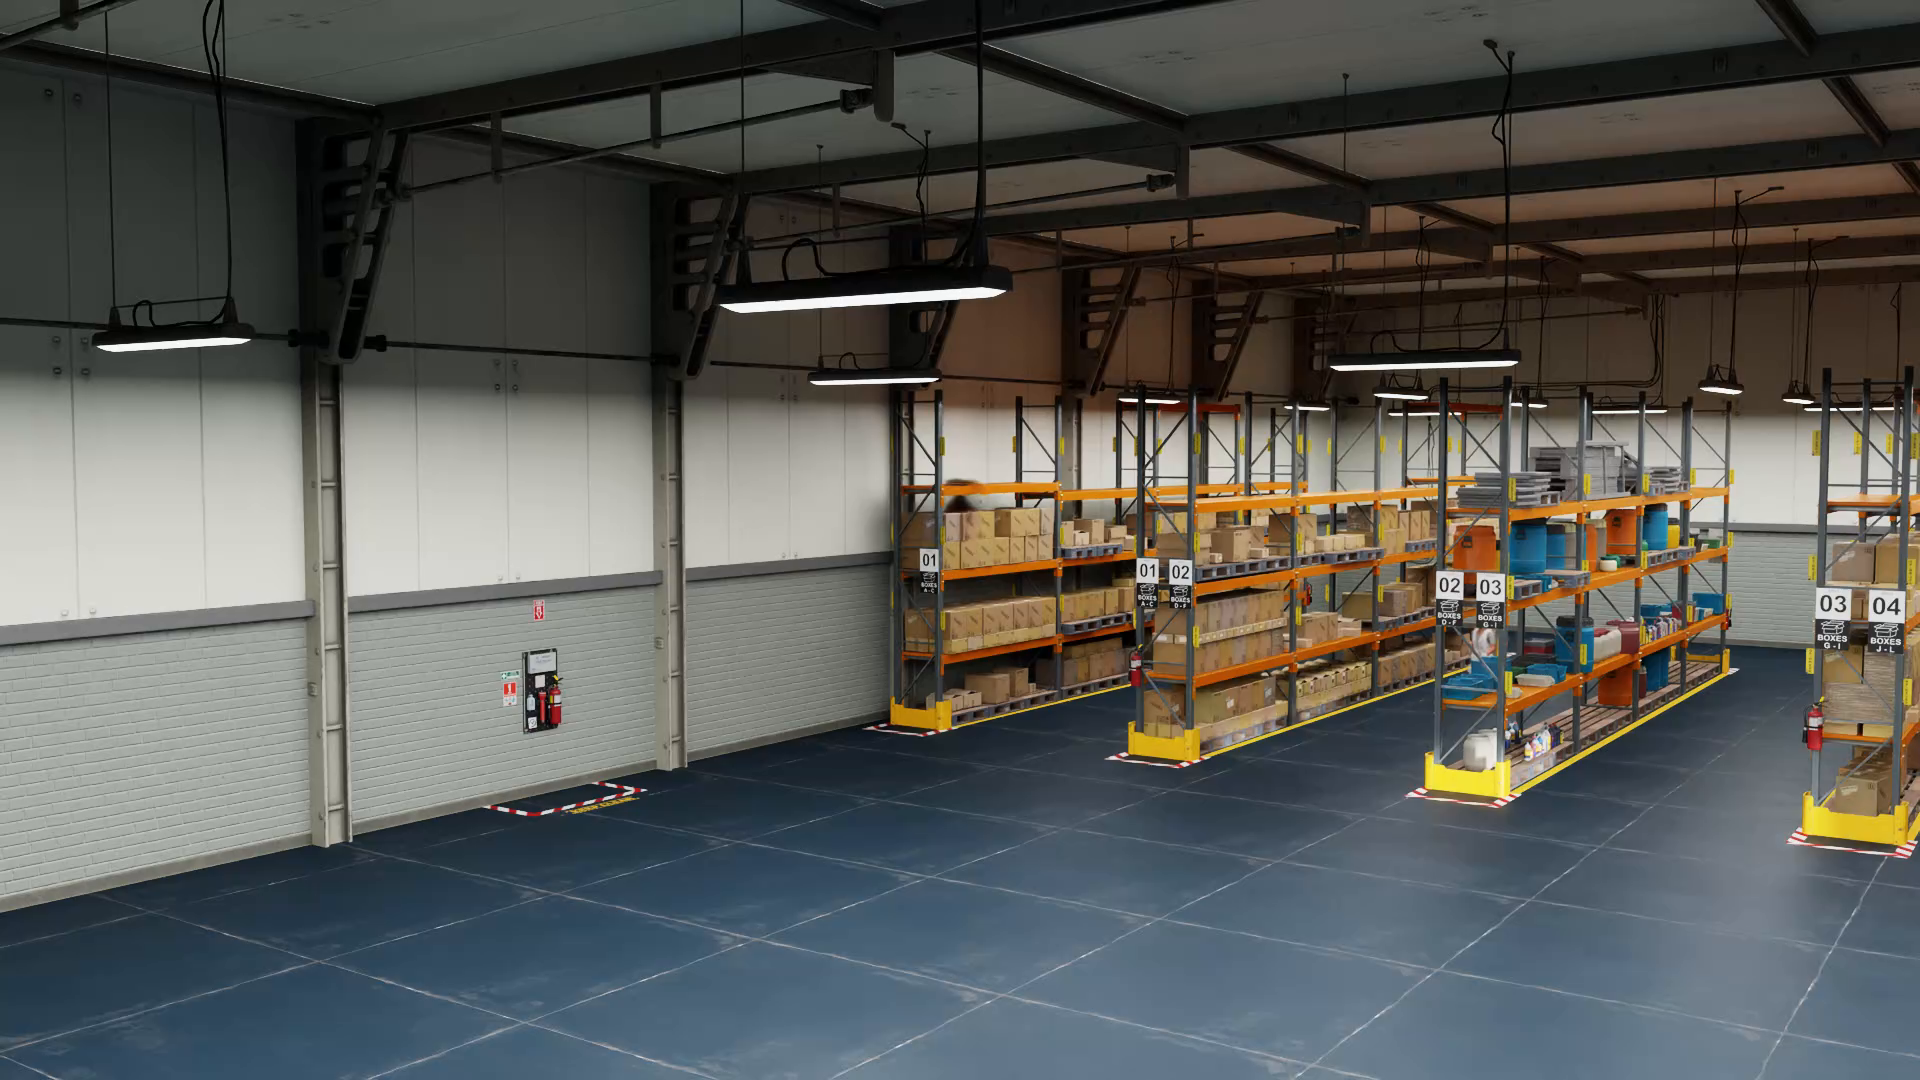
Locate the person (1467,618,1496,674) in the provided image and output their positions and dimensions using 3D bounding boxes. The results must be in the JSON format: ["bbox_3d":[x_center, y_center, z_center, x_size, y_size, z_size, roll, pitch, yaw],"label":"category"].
[{"bbox_3d":[10.121,2.350,32.234,0.559,1.813,0.877,2,4,34],"label":"person"}]
